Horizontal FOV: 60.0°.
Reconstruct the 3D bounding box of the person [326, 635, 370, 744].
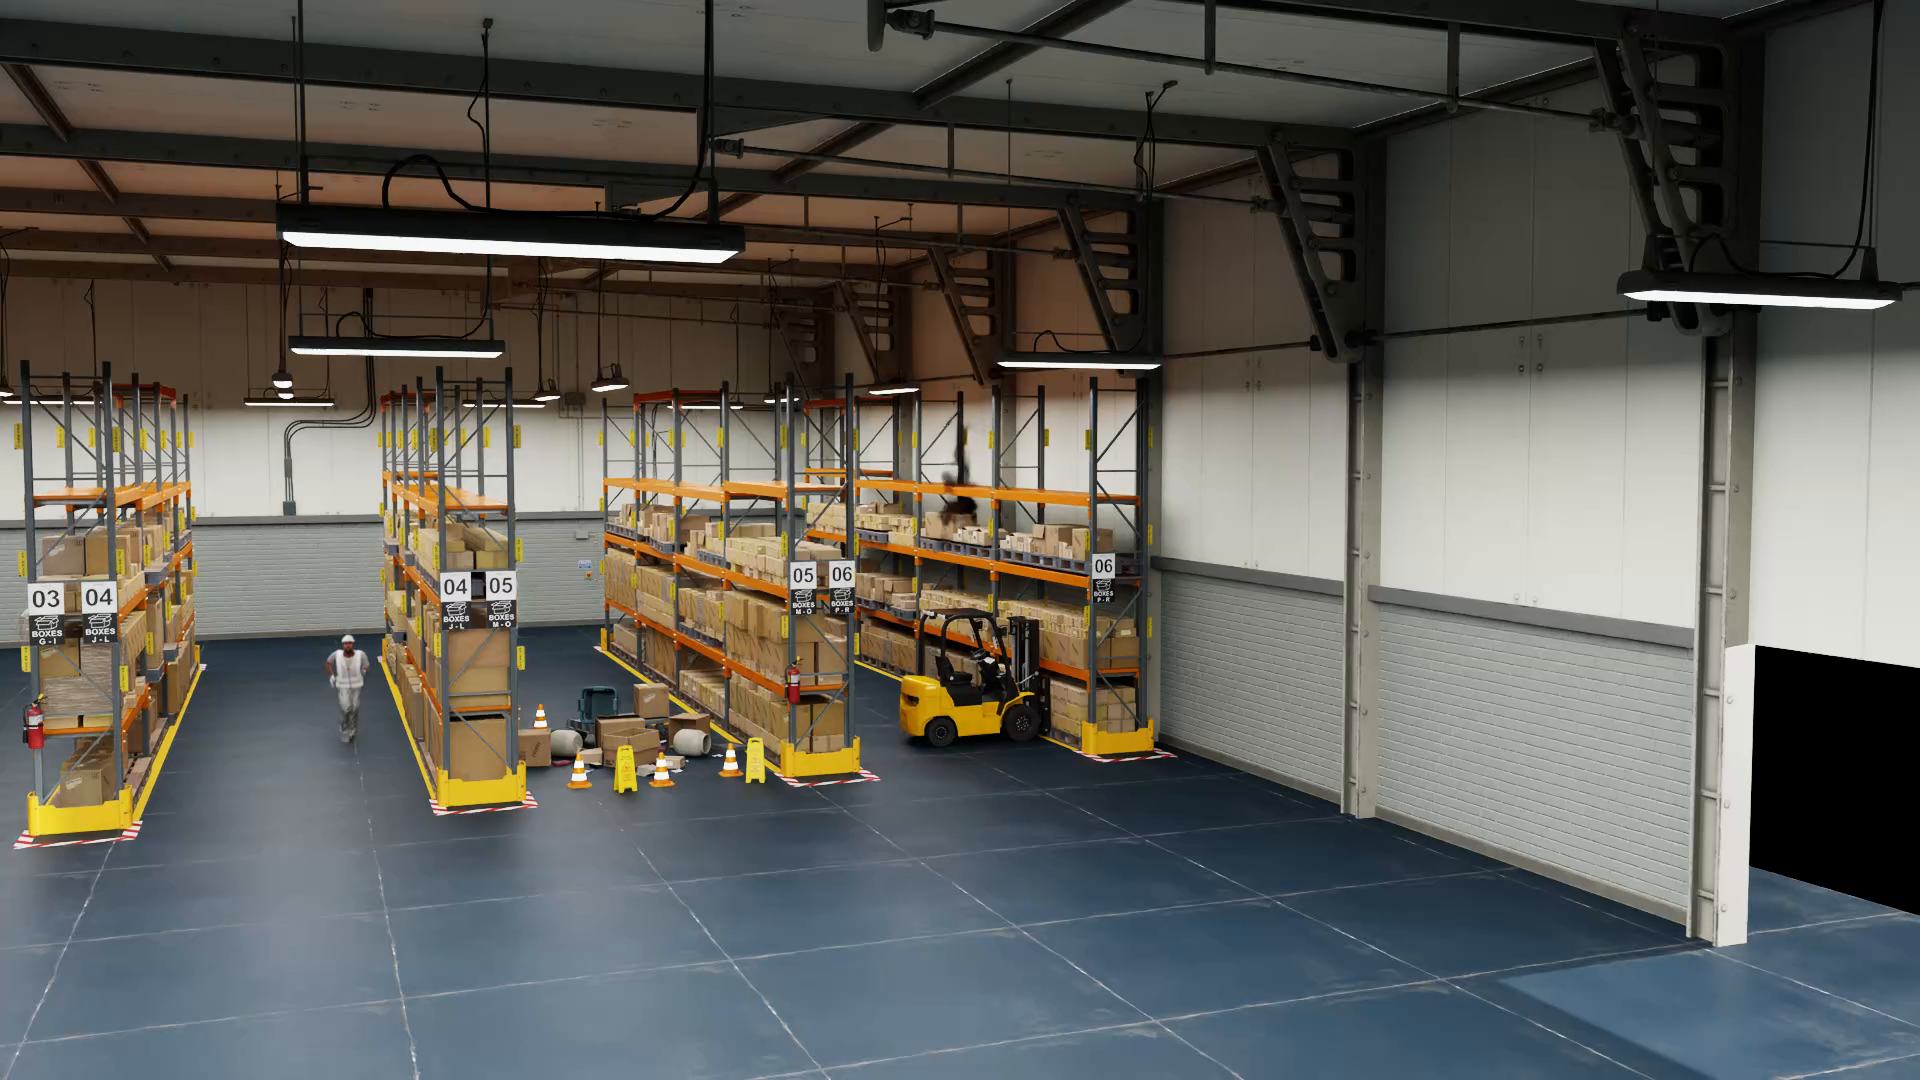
[{"bbox_3d":[-10.116,2.475,27.542,0.676,1.813,0.795,-2,4,-25],"label":"person"}]
